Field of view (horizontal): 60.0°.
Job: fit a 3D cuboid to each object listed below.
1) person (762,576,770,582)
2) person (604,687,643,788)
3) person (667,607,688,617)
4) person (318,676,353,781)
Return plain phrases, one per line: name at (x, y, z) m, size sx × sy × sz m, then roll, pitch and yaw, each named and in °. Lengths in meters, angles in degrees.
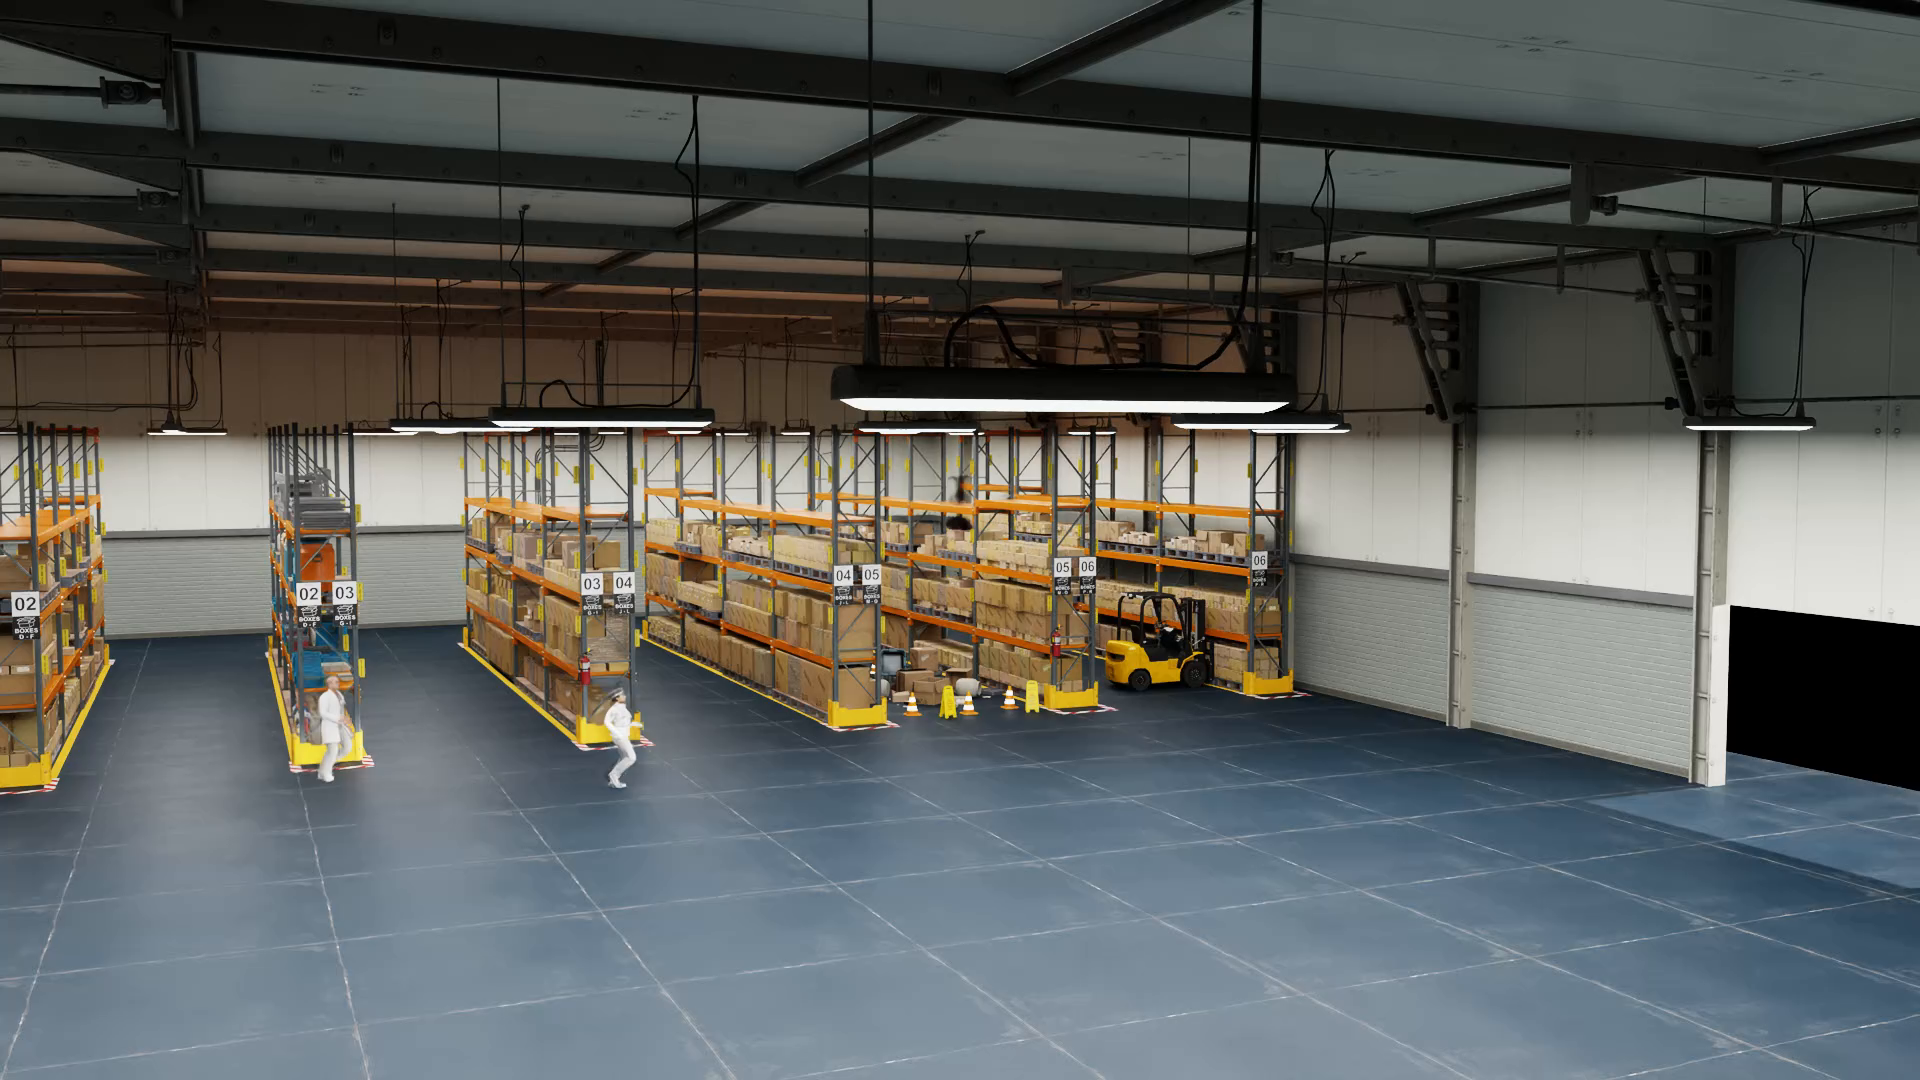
person at (-5.889, 1.755, 50.896) m, size 0.602 × 1.738 × 0.686 m, roll -3°, pitch 5°, yaw -40°
person at (-5.478, 3.222, 27.160) m, size 0.555 × 1.658 × 0.604 m, roll 0°, pitch 3°, yaw 0°
person at (-8.379, 1.885, 49.349) m, size 0.590 × 1.788 × 0.875 m, roll 3°, pitch 5°, yaw 42°
person at (-10.472, 3.151, 27.938) m, size 0.602 × 1.734 × 0.749 m, roll 1°, pitch 4°, yaw 15°
